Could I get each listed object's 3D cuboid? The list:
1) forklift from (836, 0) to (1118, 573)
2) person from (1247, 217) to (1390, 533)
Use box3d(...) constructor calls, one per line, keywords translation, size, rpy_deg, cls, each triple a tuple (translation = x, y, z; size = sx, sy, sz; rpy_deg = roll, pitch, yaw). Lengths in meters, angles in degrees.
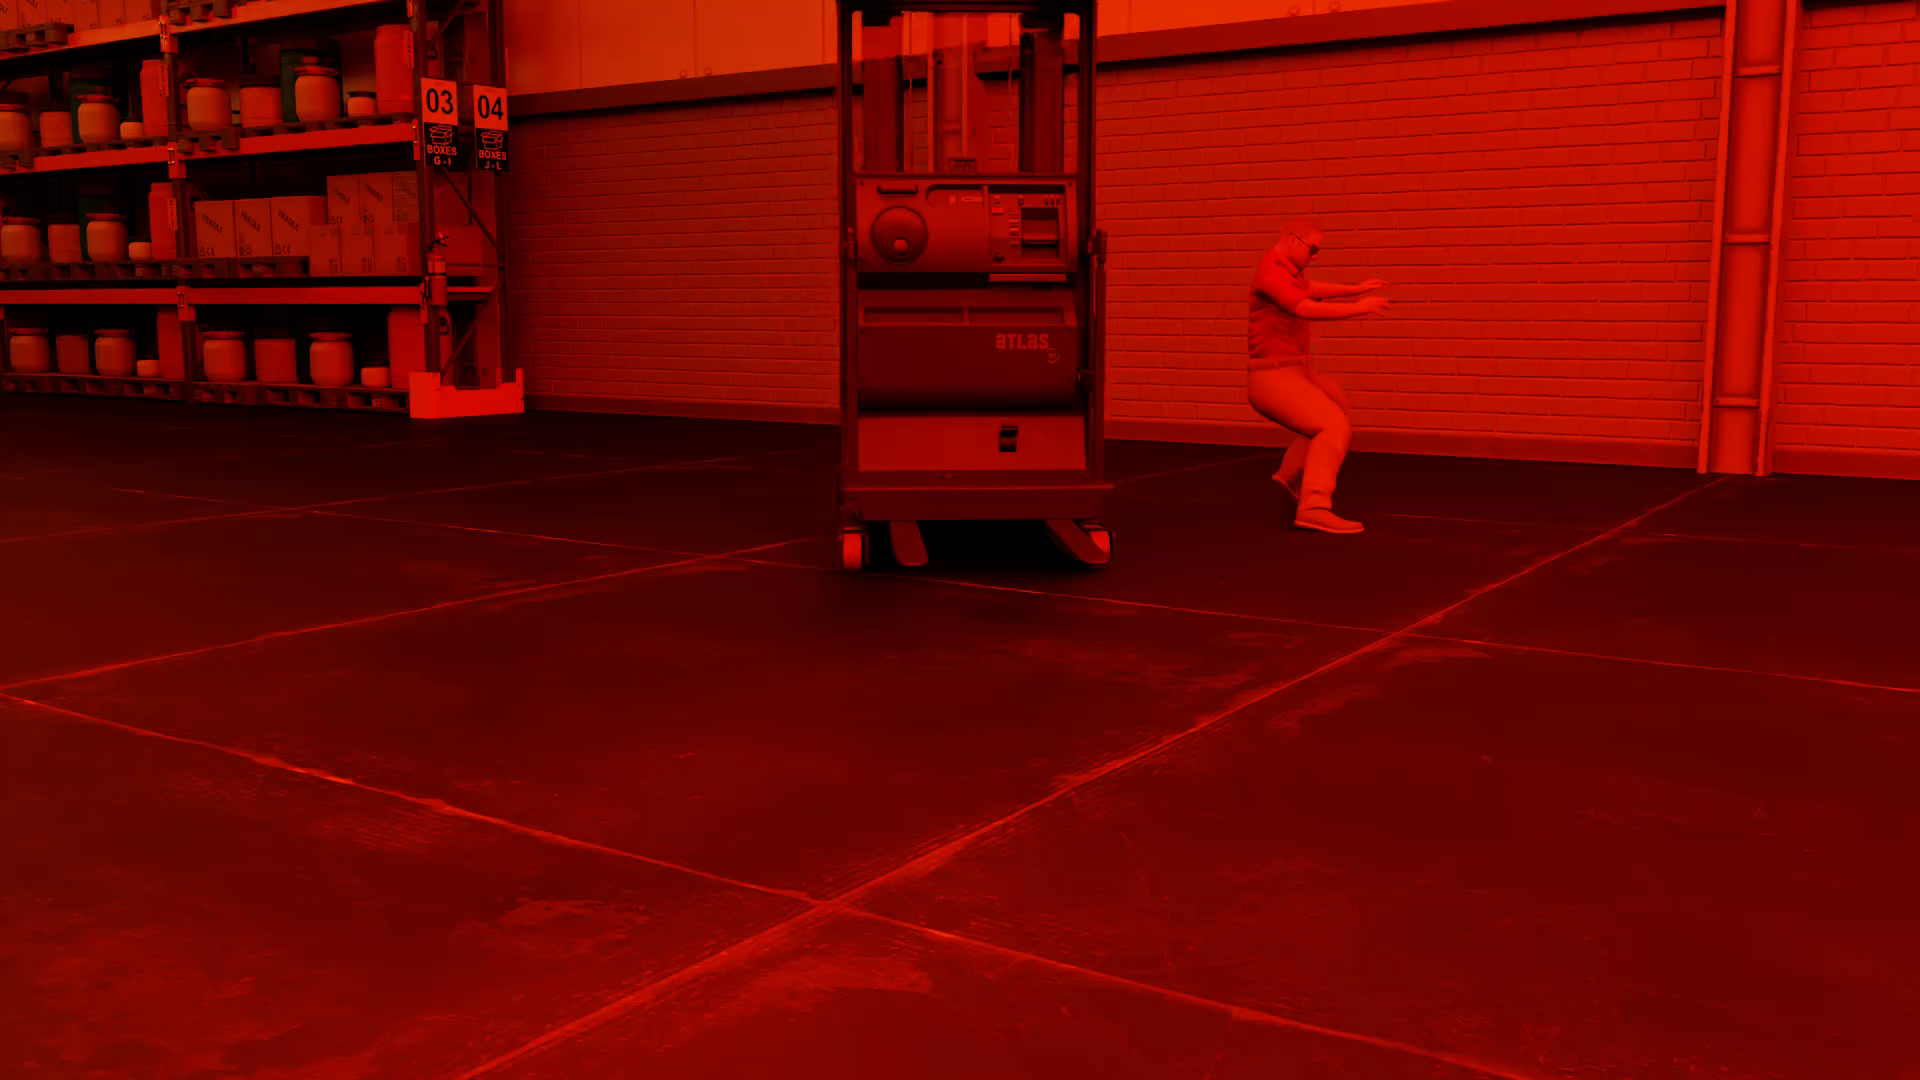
box3d(translation=(0.046, -1.365, 6.794), size=(1.130, 2.935, 3.031), rpy_deg=(-1, 8, -4), cls="forklift")
box3d(translation=(1.796, -0.851, 8.332), size=(0.688, 1.506, 1.146), rpy_deg=(2, 8, 17), cls="person")
